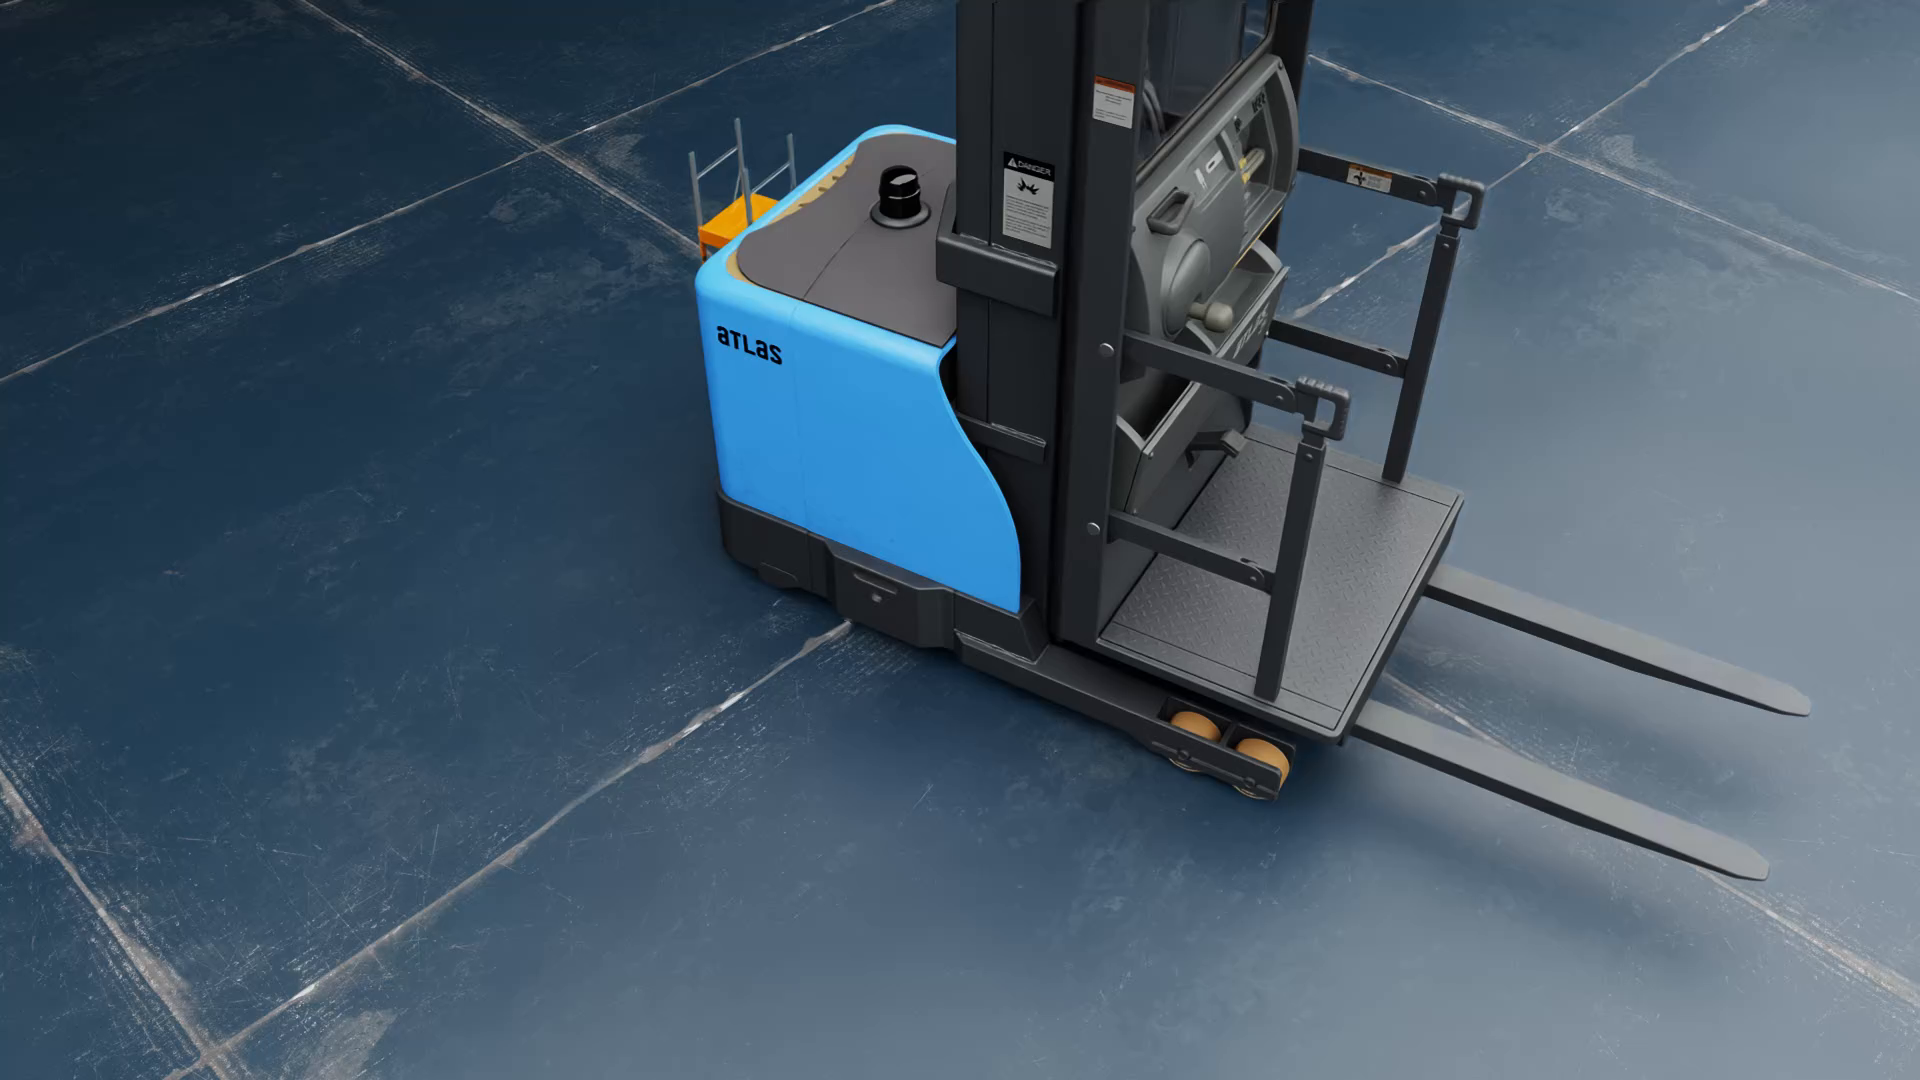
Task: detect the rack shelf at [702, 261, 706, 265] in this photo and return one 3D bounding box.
[{"bbox_3d":[-0.618,-0.820,4.966,0.180,0.103,0.258,21,47,21],"label":"rack shelf"}]

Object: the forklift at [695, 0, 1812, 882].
[{"bbox_3d":[0.804,-0.793,3.949,3.031,2.935,1.130,21,47,21],"label":"forklift"}]

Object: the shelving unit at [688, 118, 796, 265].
[{"bbox_3d":[-0.618,-0.677,5.098,0.189,1.200,0.258,21,47,21],"label":"shelving unit"}]

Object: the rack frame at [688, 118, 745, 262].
[{"bbox_3d":[-0.698,-0.708,5.132,0.006,1.200,0.240,21,47,21],"label":"rack frame"}]

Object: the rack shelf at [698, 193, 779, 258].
[{"bbox_3d":[-0.618,-0.909,4.884,0.180,0.103,0.258,21,47,21],"label":"rack shelf"}]

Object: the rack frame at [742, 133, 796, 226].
[{"bbox_3d":[-0.539,-0.646,5.065,0.006,1.200,0.240,21,47,21],"label":"rack frame"}]
